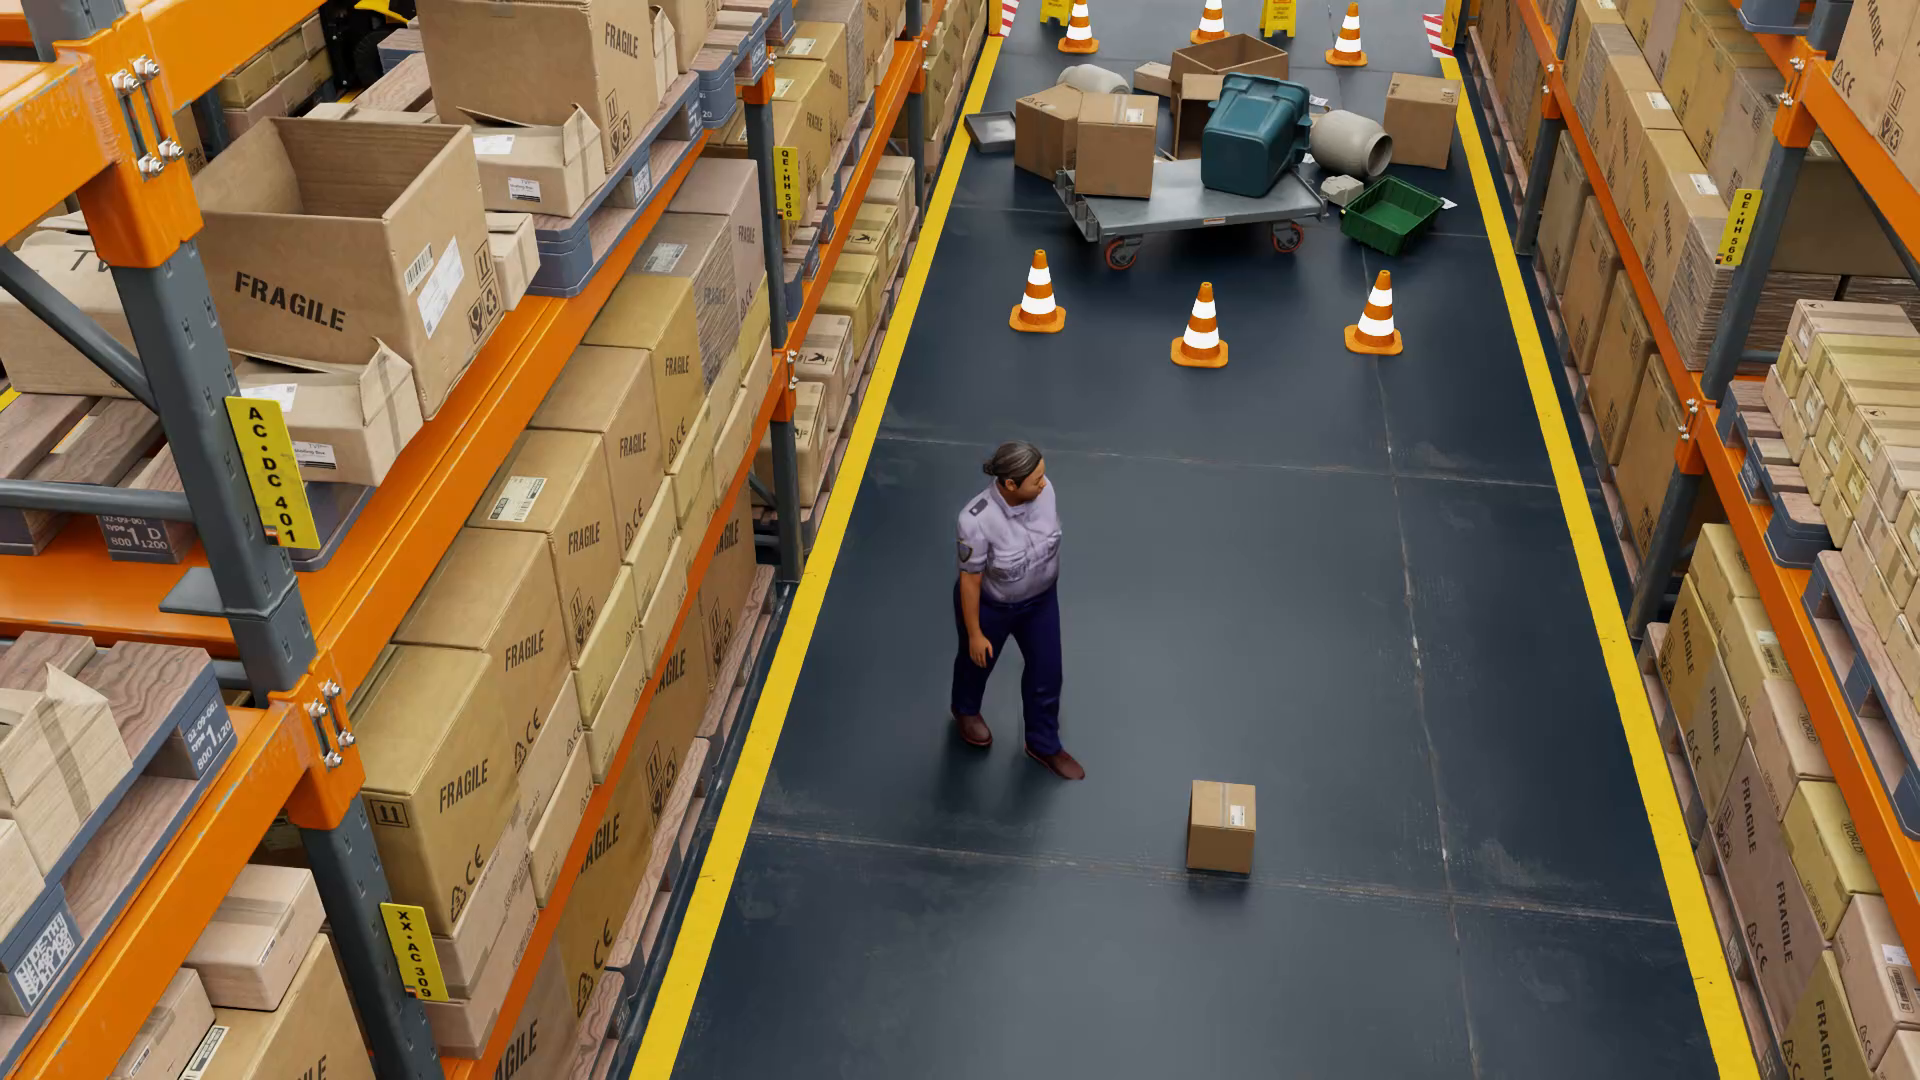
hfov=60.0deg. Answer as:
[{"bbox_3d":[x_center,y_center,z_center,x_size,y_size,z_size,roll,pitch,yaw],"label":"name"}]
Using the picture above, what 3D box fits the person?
[{"bbox_3d":[0.179,0.268,6.712,0.494,1.684,0.646,-20,41,-25],"label":"person"}]
